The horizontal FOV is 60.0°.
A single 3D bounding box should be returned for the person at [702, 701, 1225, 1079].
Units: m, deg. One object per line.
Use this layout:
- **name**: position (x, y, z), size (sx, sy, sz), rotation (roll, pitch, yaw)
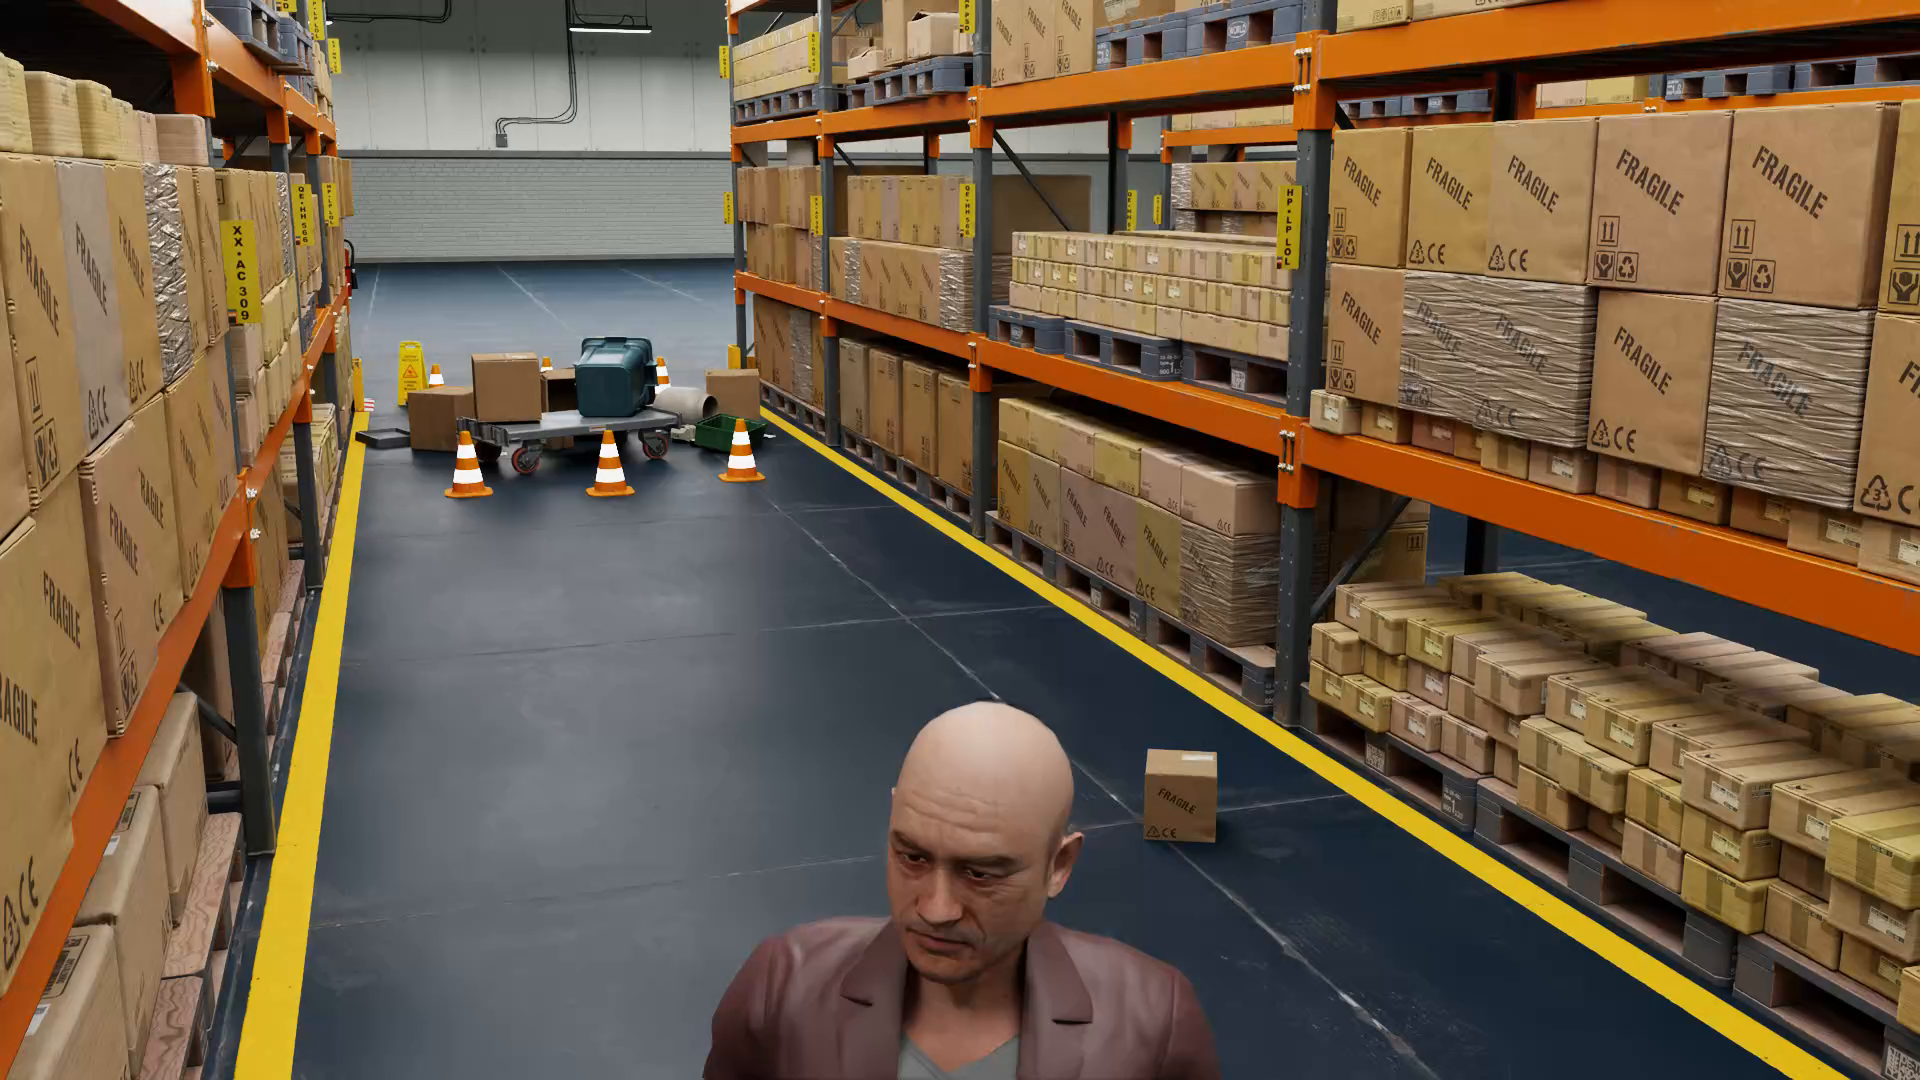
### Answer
- **person**: position (0.000, 1.009, 1.810), size (0.627, 1.760, 0.901), rotation (2, 12, 9)
